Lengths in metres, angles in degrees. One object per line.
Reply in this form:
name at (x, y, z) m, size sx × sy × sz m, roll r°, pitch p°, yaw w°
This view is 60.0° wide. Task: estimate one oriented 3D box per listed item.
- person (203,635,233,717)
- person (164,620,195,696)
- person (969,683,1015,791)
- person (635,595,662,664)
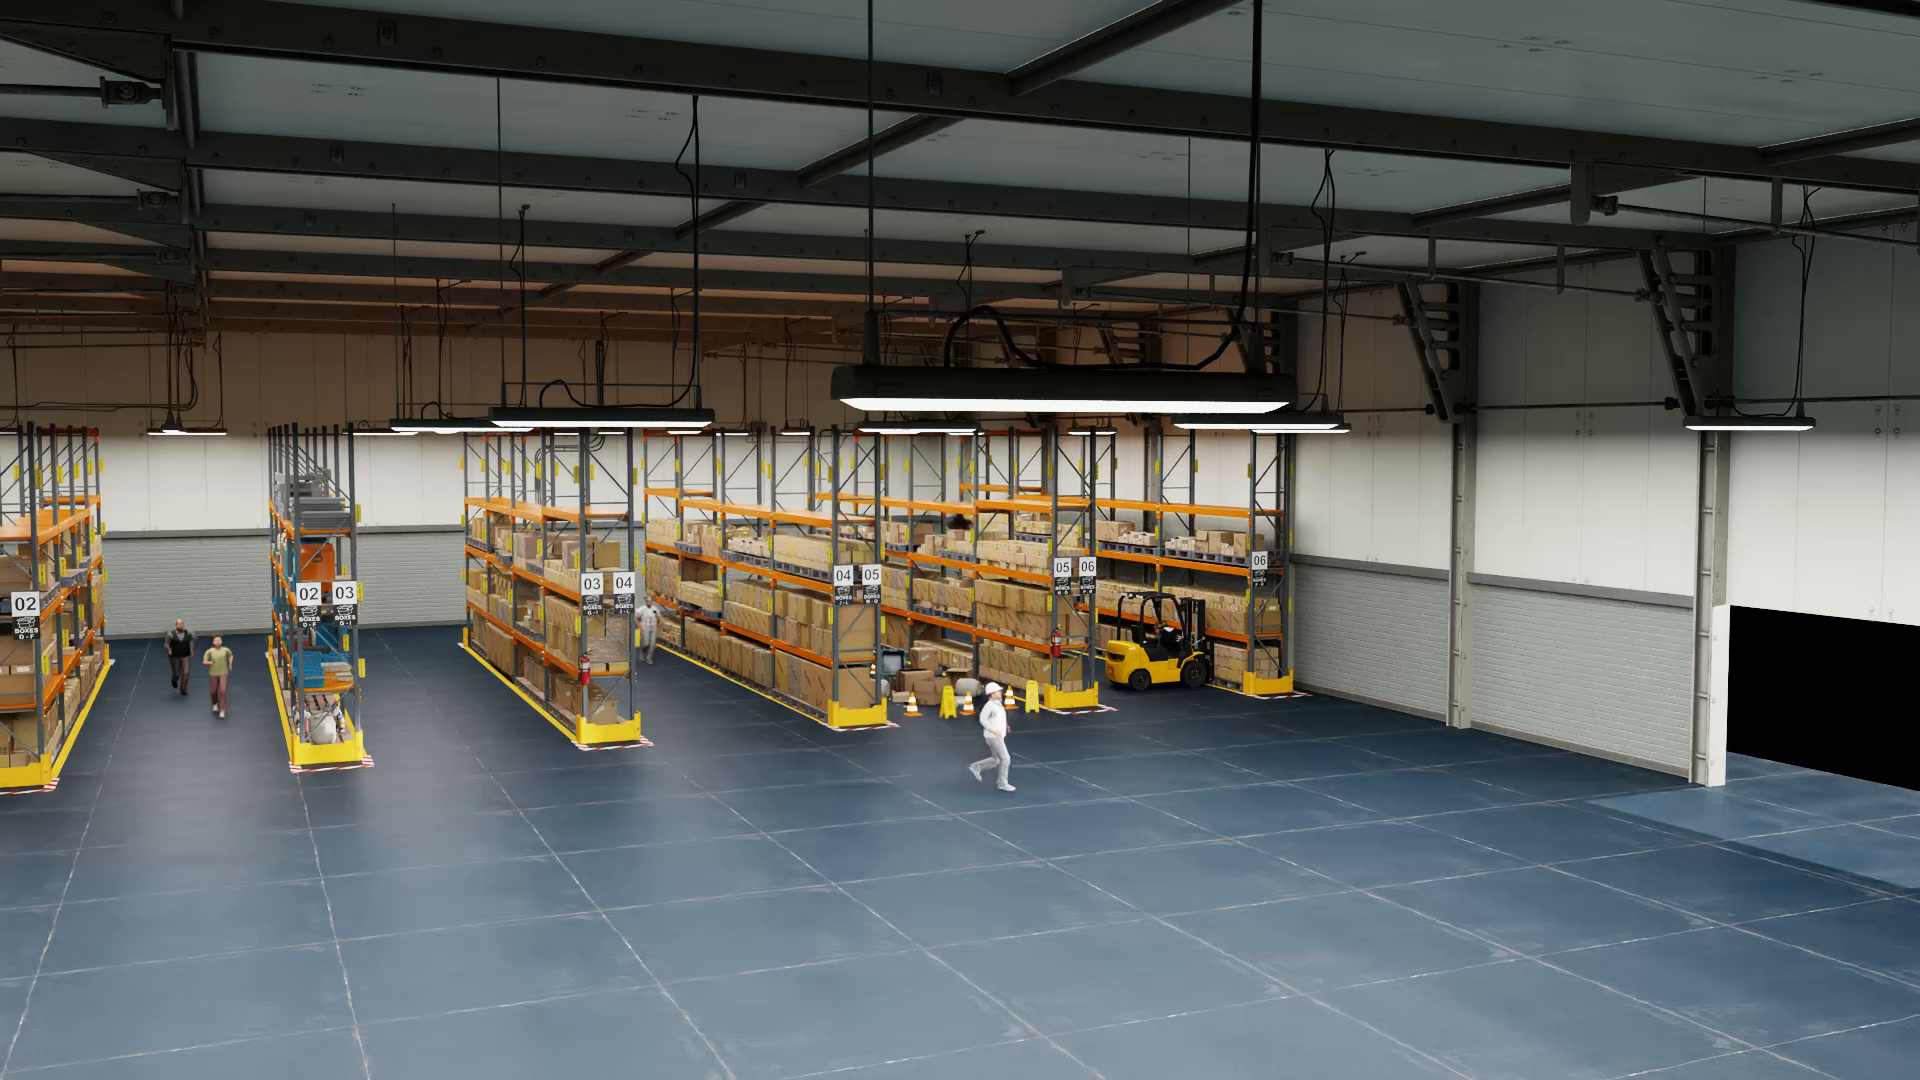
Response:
person at (-15.264, 2.778, 34.232) m, size 0.579 × 1.647 × 0.963 m, roll -2°, pitch 4°, yaw -25°
person at (-17.450, 2.612, 37.198) m, size 0.655 × 1.690 × 0.815 m, roll -2°, pitch 4°, yaw -33°
person at (0.519, 3.192, 27.085) m, size 0.789 × 1.753 × 0.673 m, roll 1°, pitch 4°, yaw 12°
person at (-7.888, 2.271, 42.263) m, size 0.675 × 1.749 × 0.594 m, roll -2°, pitch 4°, yaw -27°
